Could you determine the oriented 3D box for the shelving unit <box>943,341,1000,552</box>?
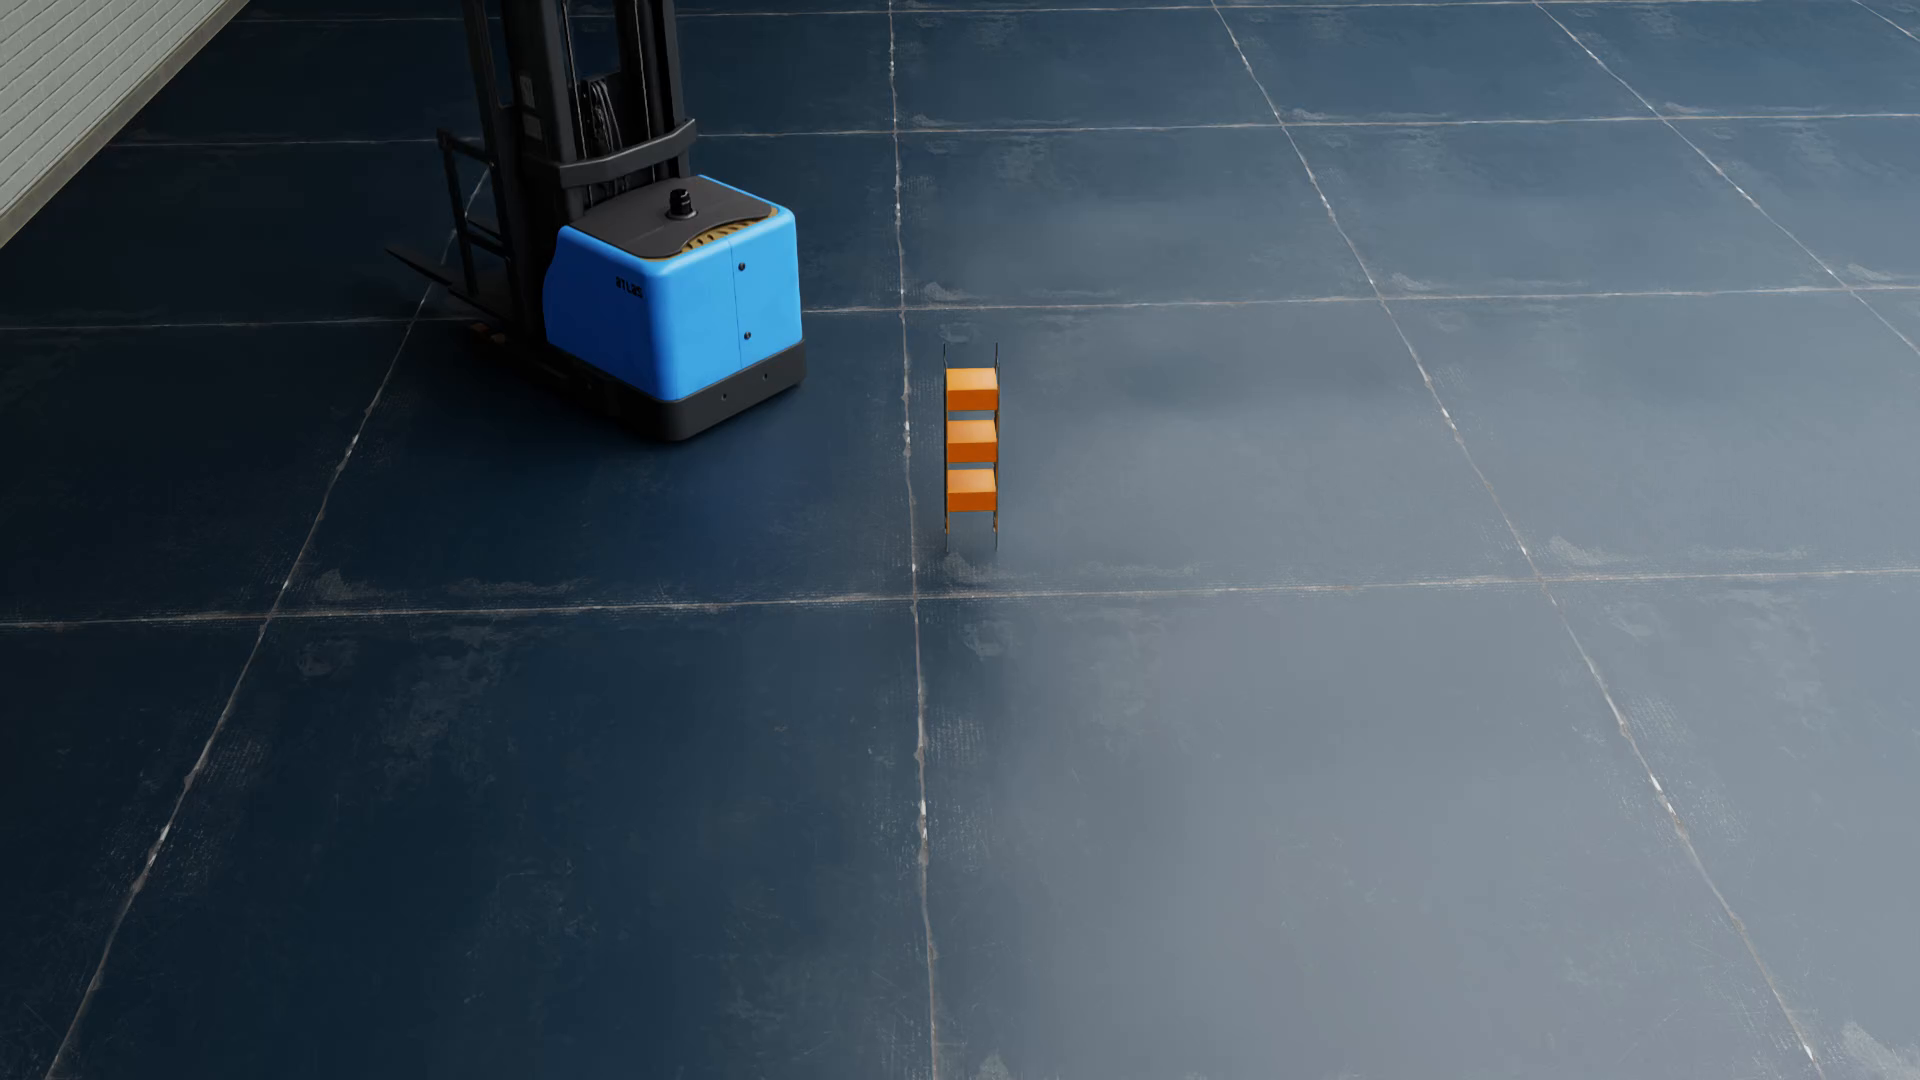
[{"bbox_3d":[0.053,-0.433,7.953,0.252,1.050,0.215,-2,35,-2],"label":"shelving unit"}]

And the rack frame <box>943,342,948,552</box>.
[{"bbox_3d":[-0.068,-0.430,7.949,0.008,1.050,0.200,-2,35,-2],"label":"rack frame"}]

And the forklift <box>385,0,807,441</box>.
[{"bbox_3d":[-2.303,-2.447,9.210,3.031,2.935,1.130,27,43,33],"label":"forklift"}]

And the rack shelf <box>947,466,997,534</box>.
[{"bbox_3d":[0.053,-0.196,8.118,0.240,0.259,0.215,-2,35,-2],"label":"rack shelf"}]

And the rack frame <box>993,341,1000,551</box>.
[{"bbox_3d":[0.175,-0.436,7.958,0.008,1.050,0.200,-2,35,-2],"label":"rack frame"}]

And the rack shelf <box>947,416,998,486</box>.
[{"bbox_3d":[0.053,-0.424,7.959,0.240,0.259,0.215,-2,35,-2],"label":"rack shelf"}]

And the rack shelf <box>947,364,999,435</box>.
[{"bbox_3d":[0.053,-0.658,7.798,0.240,0.259,0.215,-2,35,-2],"label":"rack shelf"}]
